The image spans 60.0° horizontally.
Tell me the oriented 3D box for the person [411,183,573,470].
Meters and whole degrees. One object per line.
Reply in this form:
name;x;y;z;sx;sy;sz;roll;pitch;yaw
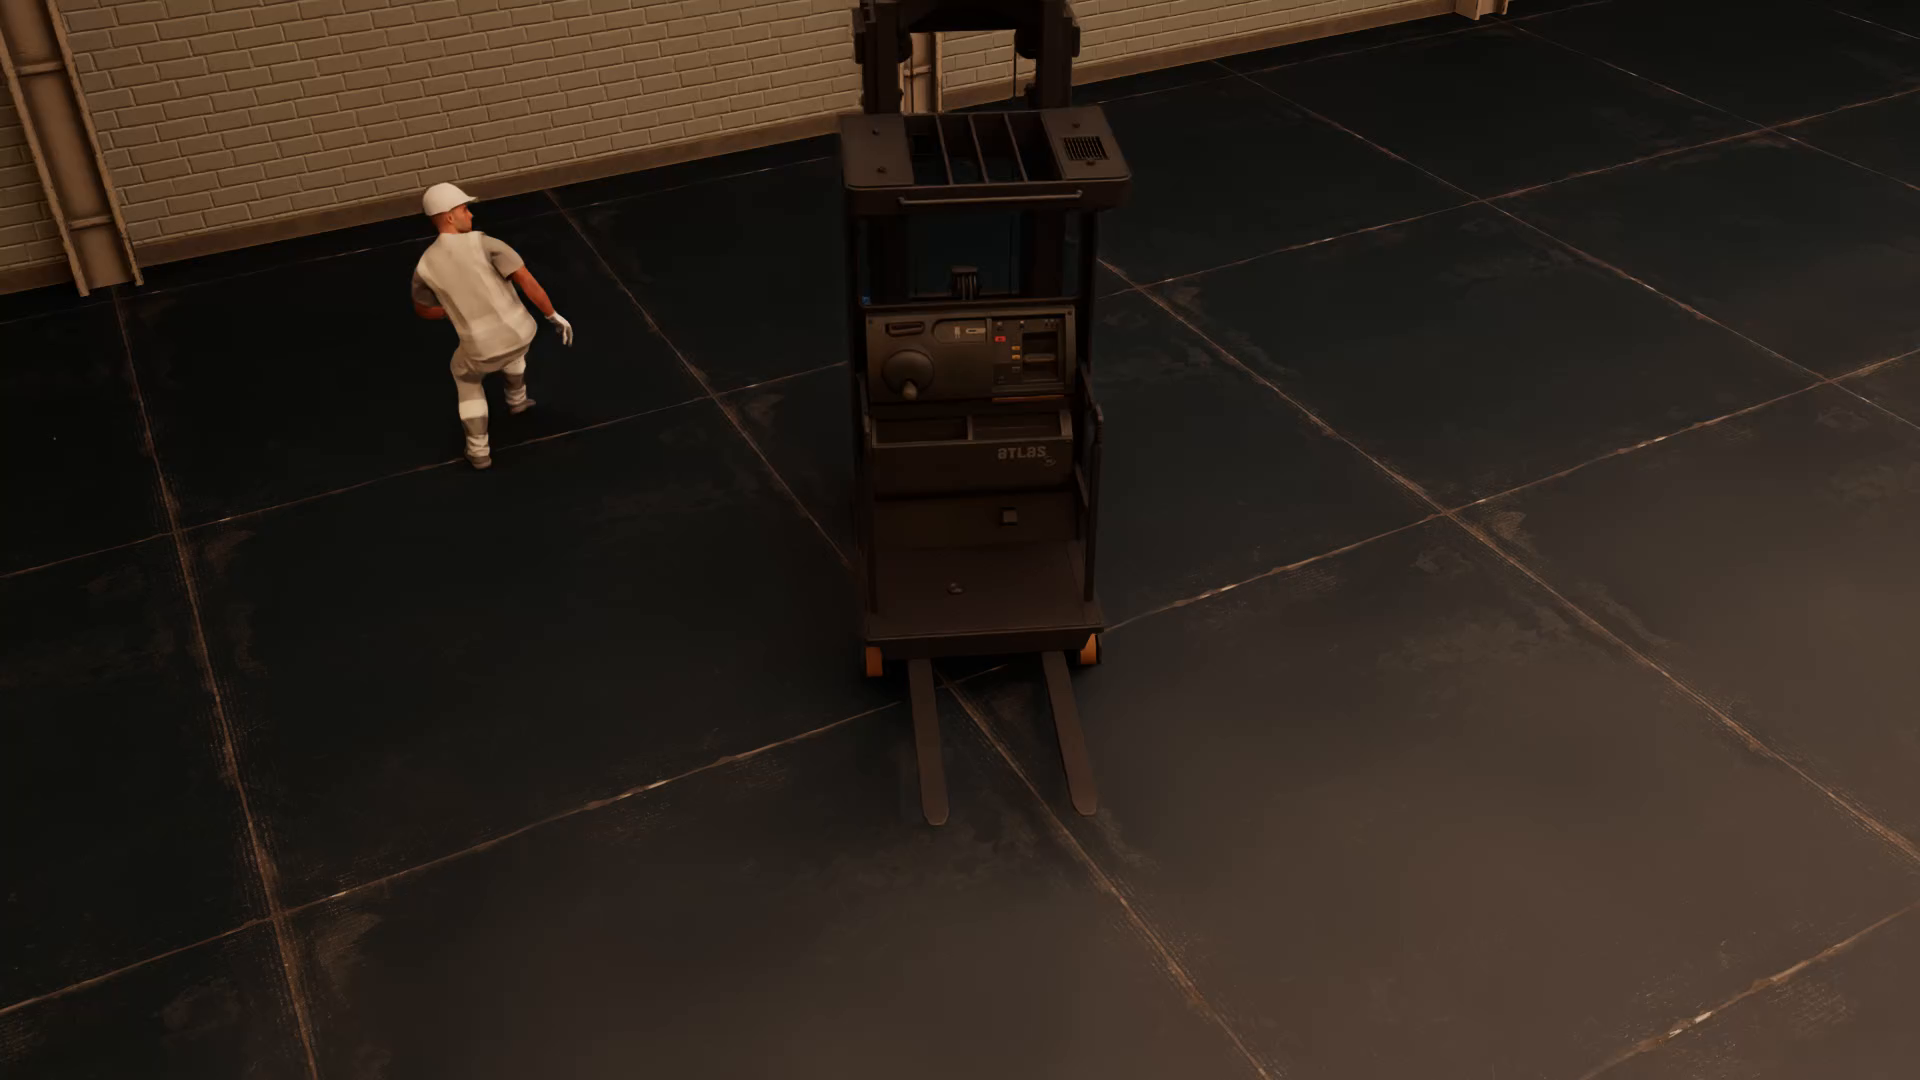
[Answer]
person;-2.538;-1.199;9.034;0.781;1.561;0.771;-11;37;-15

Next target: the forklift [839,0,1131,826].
forklift;0.071;-0.760;7.198;1.130;2.935;3.031;-3;35;-4
